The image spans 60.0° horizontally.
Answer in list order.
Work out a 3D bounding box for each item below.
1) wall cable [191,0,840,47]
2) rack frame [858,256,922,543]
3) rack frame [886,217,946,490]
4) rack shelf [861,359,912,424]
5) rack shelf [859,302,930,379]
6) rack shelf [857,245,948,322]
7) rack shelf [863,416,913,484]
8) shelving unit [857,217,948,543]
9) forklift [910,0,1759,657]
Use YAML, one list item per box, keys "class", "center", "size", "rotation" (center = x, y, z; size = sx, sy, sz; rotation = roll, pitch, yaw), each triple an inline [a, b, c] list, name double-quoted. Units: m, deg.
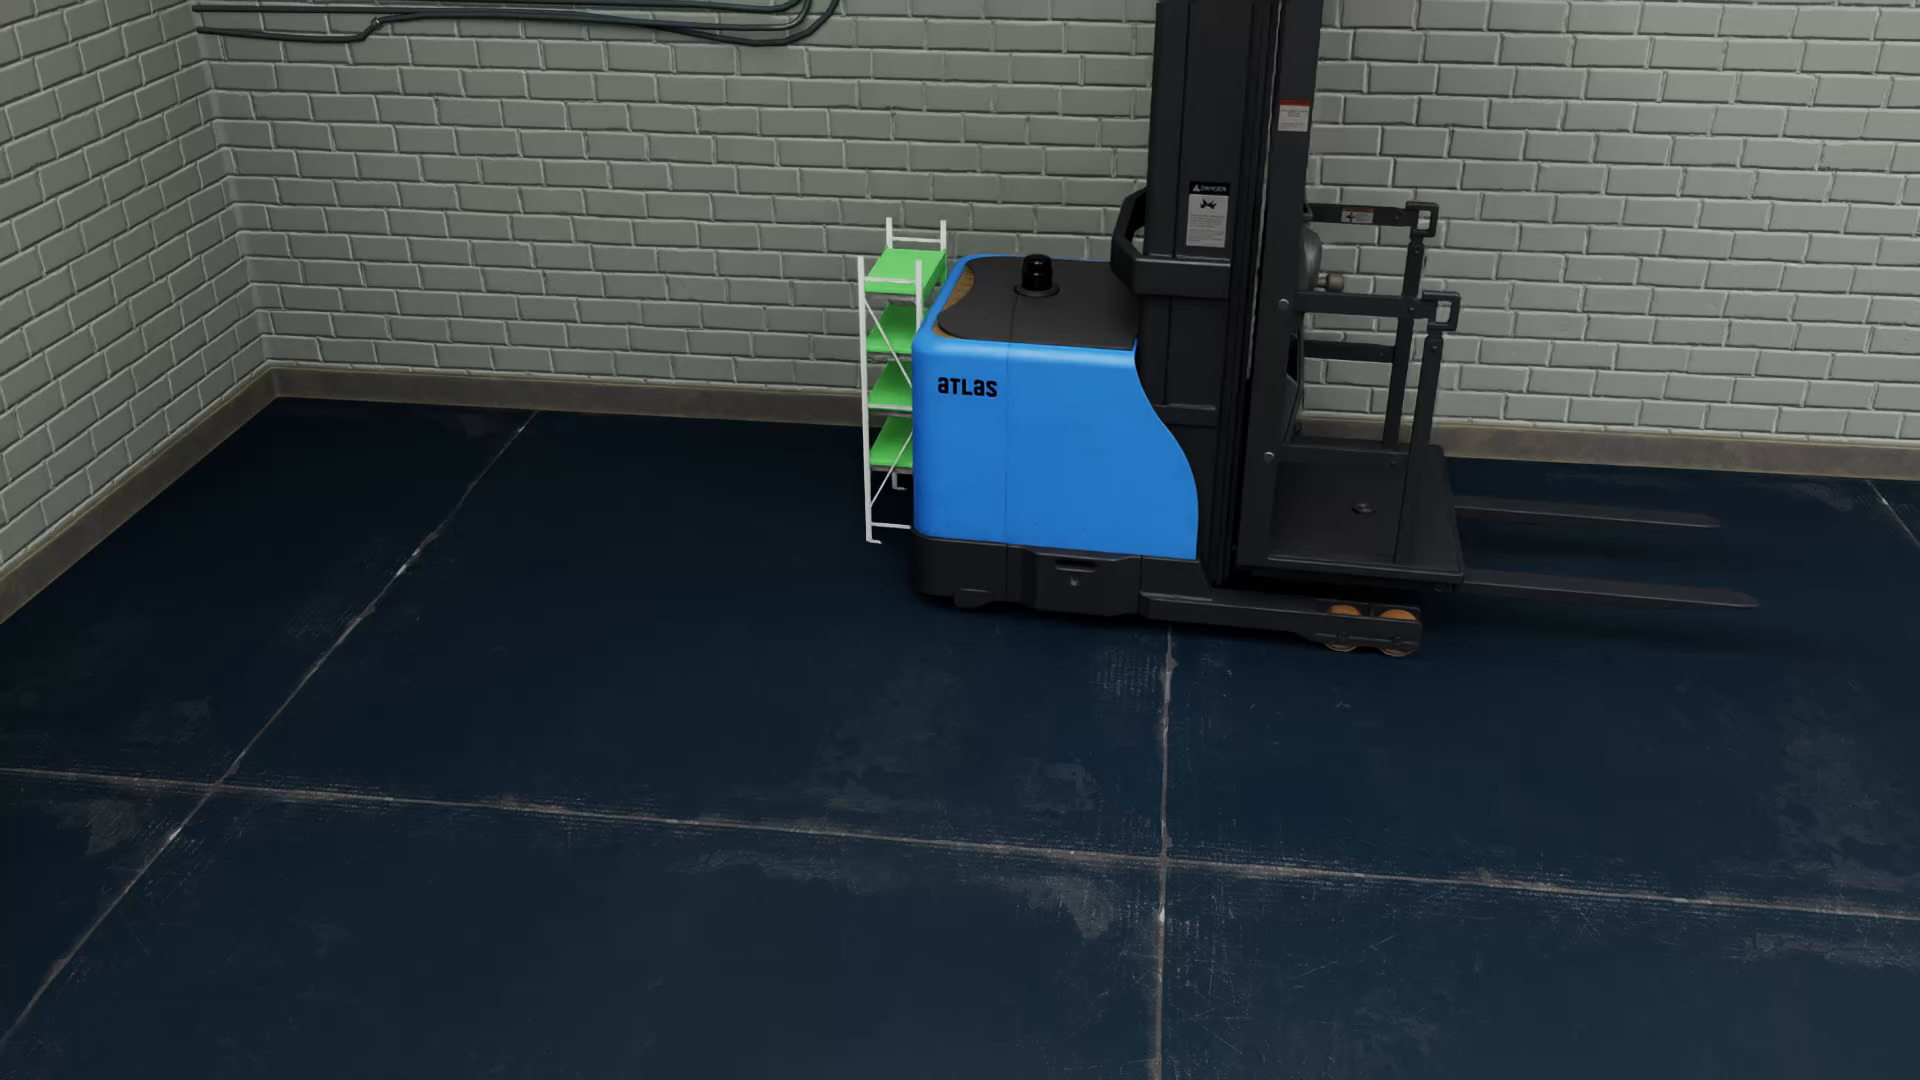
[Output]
- class: "wall cable"
  center: [-1.969, -3.202, 6.479]
  size: [3.097, 2.526, 0.112]
  rotation: [3, 28, 6]
- class: "rack frame"
  center: [-0.260, -0.512, 6.435]
  size: [0.240, 1.200, 0.015]
  rotation: [5, 29, 9]
- class: "rack frame"
  center: [-0.173, -0.740, 6.858]
  size: [0.240, 1.200, 0.015]
  rotation: [5, 29, 9]
- class: "rack shelf"
  center: [-0.217, -0.570, 6.677]
  size: [0.258, 0.148, 0.480]
  rotation: [5, 29, 9]
- class: "rack shelf"
  center: [-0.217, -0.781, 6.563]
  size: [0.258, 0.148, 0.480]
  rotation: [5, 29, 9]
- class: "rack shelf"
  center: [-0.217, -0.992, 6.449]
  size: [0.258, 0.148, 0.480]
  rotation: [5, 29, 9]
- class: "rack shelf"
  center: [-0.216, -0.358, 6.791]
  size: [0.258, 0.148, 0.480]
  rotation: [5, 29, 9]
- class: "shelving unit"
  center: [-0.217, -0.626, 6.647]
  size: [0.258, 1.200, 0.503]
  rotation: [5, 29, 9]
- class: "forklift"
  center: [1.381, -1.145, 5.786]
  size: [3.031, 2.935, 1.130]
  rotation: [5, 29, 9]
